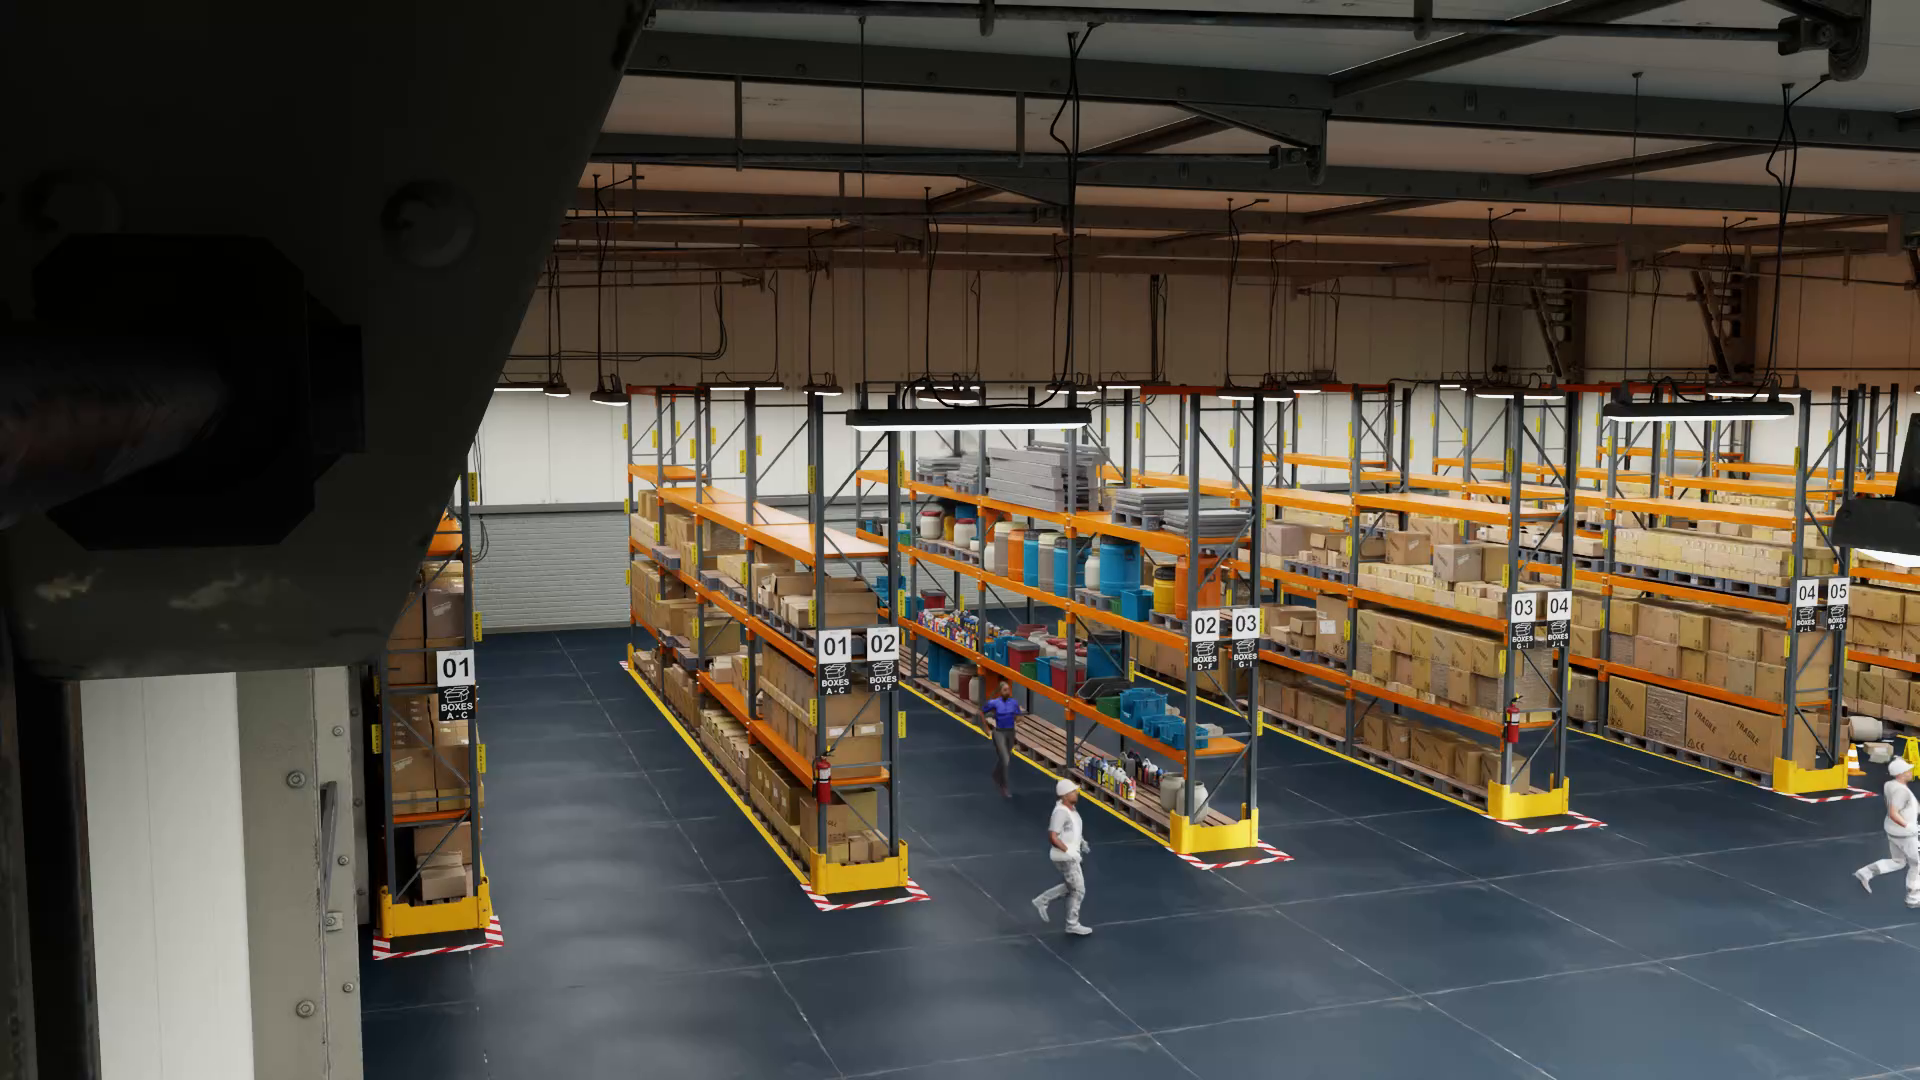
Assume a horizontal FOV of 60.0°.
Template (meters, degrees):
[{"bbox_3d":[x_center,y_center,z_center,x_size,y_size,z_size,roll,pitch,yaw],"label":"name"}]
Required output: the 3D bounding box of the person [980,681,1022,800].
[{"bbox_3d":[0.636,2.961,24.749,0.550,1.704,0.781,-4,7,-31],"label":"person"}]

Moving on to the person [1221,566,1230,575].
[{"bbox_3d":[6.146,1.439,38.909,0.762,1.734,0.910,0,6,0],"label":"person"}]

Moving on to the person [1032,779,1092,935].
[{"bbox_3d":[1.139,3.537,18.607,0.696,1.750,0.705,1,6,10],"label":"person"}]

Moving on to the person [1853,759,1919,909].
[{"bbox_3d":[11.012,3.445,19.529,0.849,1.758,0.668,1,6,14],"label":"person"}]
